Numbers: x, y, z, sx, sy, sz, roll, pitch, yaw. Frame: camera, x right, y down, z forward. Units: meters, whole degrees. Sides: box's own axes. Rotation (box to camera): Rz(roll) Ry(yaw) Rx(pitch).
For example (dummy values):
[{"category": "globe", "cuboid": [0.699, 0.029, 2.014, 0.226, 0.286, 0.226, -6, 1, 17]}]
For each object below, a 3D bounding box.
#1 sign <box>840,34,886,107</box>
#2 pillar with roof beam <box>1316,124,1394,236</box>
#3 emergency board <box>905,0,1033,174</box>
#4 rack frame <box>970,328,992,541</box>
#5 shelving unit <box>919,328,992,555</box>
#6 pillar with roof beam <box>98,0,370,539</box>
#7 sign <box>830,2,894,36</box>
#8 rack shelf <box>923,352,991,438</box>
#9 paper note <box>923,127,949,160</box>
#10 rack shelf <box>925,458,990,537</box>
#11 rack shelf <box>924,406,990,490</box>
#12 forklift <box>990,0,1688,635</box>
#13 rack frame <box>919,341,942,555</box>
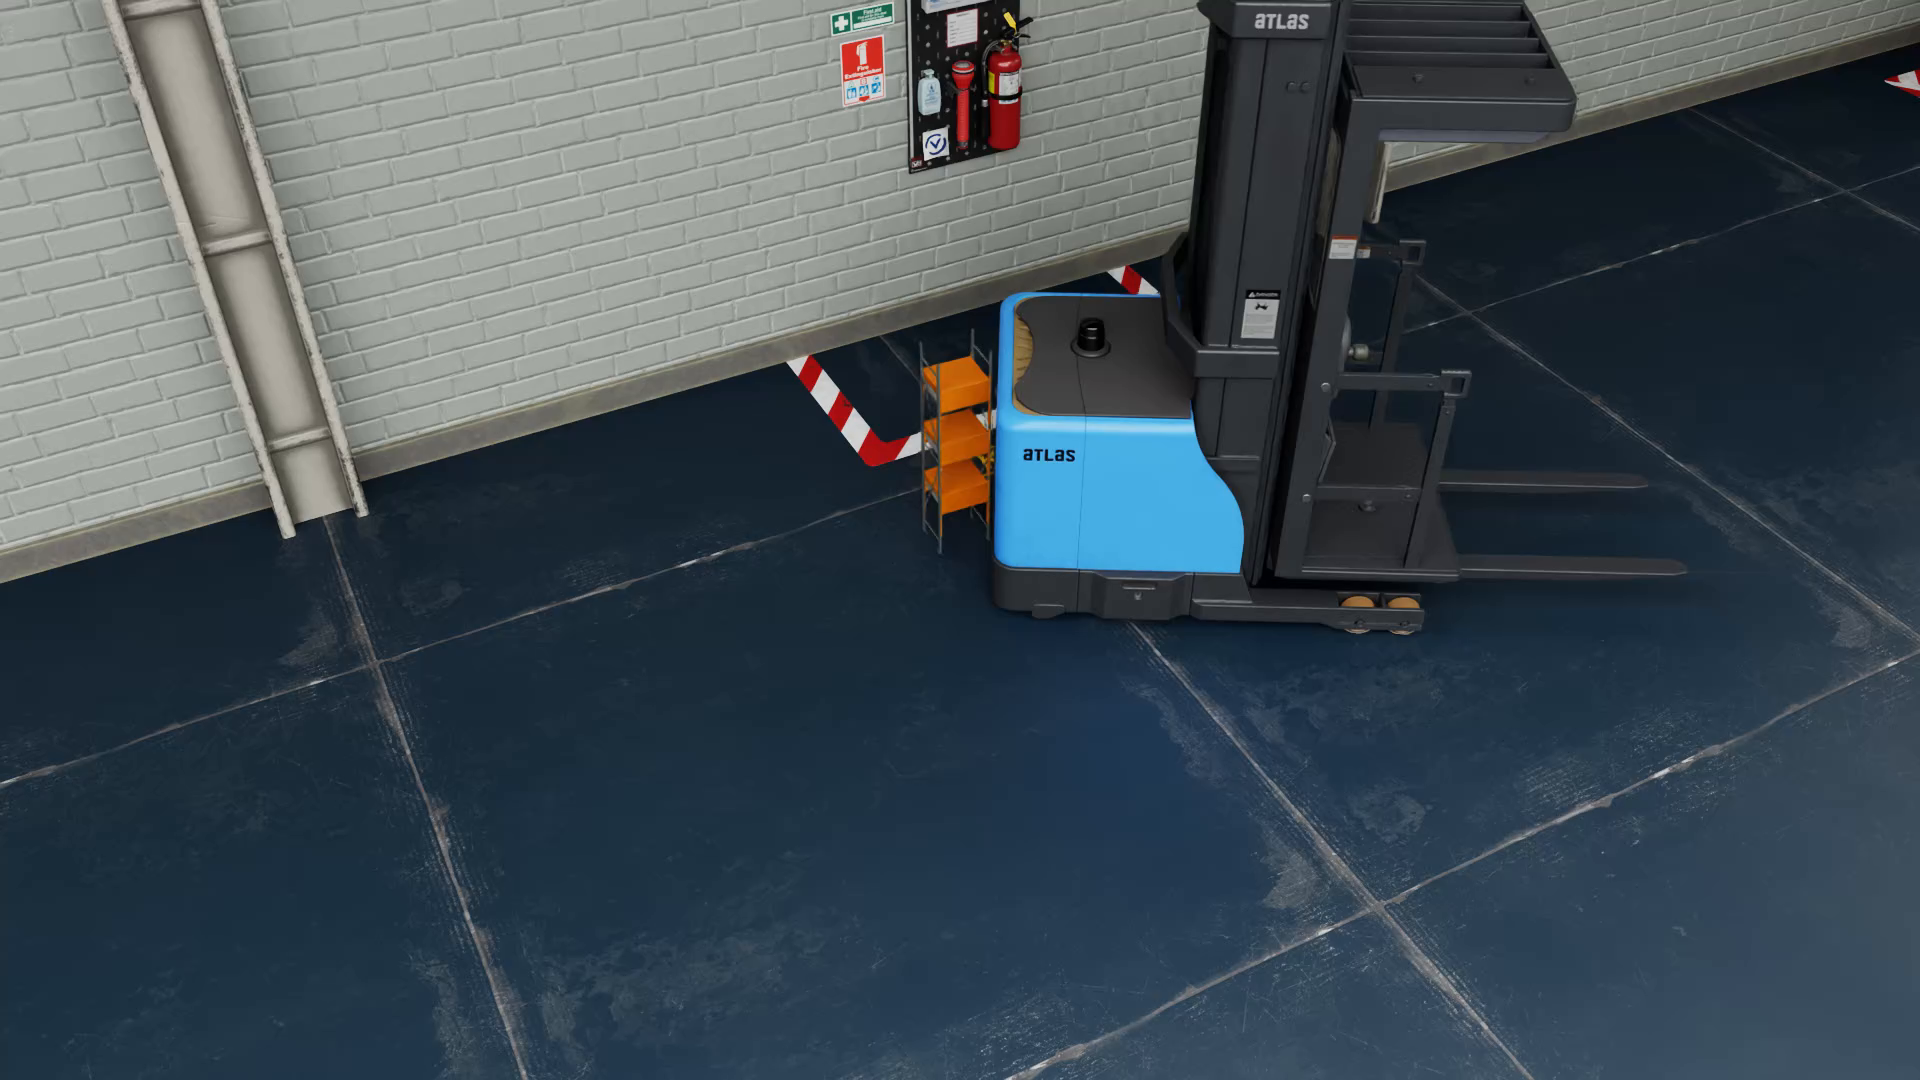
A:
[{"category": "sign", "cuboid": [-0.471, -2.279, 8.082, 0.234, 0.329, 0.001, -19, 44, -21]}, {"category": "pillar with roof beam", "cuboid": [4.265, -2.910, 4.212, 0.400, 9.000, 9.100, -19, 44, -21]}, {"category": "emergency board", "cuboid": [0.067, -2.372, 8.219, 0.643, 1.169, 0.194, -19, 44, -21]}, {"category": "rack frame", "cuboid": [0.093, -0.456, 7.465, 0.008, 1.050, 0.200, -17, 43, -19]}, {"category": "shelving unit", "cuboid": [-0.018, -0.423, 7.427, 0.252, 1.050, 0.215, -17, 43, -19]}, {"category": "pillar with roof beam", "cuboid": [-1.056, -1.120, 2.097, 0.400, 9.000, 9.100, -19, 44, -21]}, {"category": "sign", "cuboid": [-0.463, -2.478, 7.907, 0.331, 0.109, 0.001, -19, 44, -21]}, {"category": "rack shelf", "cuboid": [-0.018, -0.632, 7.250, 0.240, 0.259, 0.215, -17, 43, -19]}, {"category": "paper note", "cuboid": [-0.122, -2.022, 8.488, 0.142, 0.148, 0.016, -19, 44, -21]}, {"category": "rack shelf", "cuboid": [-0.018, -0.203, 7.613, 0.240, 0.259, 0.215, -17, 43, -19]}, {"category": "rack shelf", "cuboid": [-0.018, -0.415, 7.433, 0.240, 0.259, 0.215, -17, 43, -19]}, {"category": "forklift", "cuboid": [1.664, -1.059, 6.721, 3.031, 2.935, 1.130, 1, 40, 2]}, {"category": "rack frame", "cuboid": [-0.129, -0.390, 7.388, 0.008, 1.050, 0.200, -17, 43, -19]}]
